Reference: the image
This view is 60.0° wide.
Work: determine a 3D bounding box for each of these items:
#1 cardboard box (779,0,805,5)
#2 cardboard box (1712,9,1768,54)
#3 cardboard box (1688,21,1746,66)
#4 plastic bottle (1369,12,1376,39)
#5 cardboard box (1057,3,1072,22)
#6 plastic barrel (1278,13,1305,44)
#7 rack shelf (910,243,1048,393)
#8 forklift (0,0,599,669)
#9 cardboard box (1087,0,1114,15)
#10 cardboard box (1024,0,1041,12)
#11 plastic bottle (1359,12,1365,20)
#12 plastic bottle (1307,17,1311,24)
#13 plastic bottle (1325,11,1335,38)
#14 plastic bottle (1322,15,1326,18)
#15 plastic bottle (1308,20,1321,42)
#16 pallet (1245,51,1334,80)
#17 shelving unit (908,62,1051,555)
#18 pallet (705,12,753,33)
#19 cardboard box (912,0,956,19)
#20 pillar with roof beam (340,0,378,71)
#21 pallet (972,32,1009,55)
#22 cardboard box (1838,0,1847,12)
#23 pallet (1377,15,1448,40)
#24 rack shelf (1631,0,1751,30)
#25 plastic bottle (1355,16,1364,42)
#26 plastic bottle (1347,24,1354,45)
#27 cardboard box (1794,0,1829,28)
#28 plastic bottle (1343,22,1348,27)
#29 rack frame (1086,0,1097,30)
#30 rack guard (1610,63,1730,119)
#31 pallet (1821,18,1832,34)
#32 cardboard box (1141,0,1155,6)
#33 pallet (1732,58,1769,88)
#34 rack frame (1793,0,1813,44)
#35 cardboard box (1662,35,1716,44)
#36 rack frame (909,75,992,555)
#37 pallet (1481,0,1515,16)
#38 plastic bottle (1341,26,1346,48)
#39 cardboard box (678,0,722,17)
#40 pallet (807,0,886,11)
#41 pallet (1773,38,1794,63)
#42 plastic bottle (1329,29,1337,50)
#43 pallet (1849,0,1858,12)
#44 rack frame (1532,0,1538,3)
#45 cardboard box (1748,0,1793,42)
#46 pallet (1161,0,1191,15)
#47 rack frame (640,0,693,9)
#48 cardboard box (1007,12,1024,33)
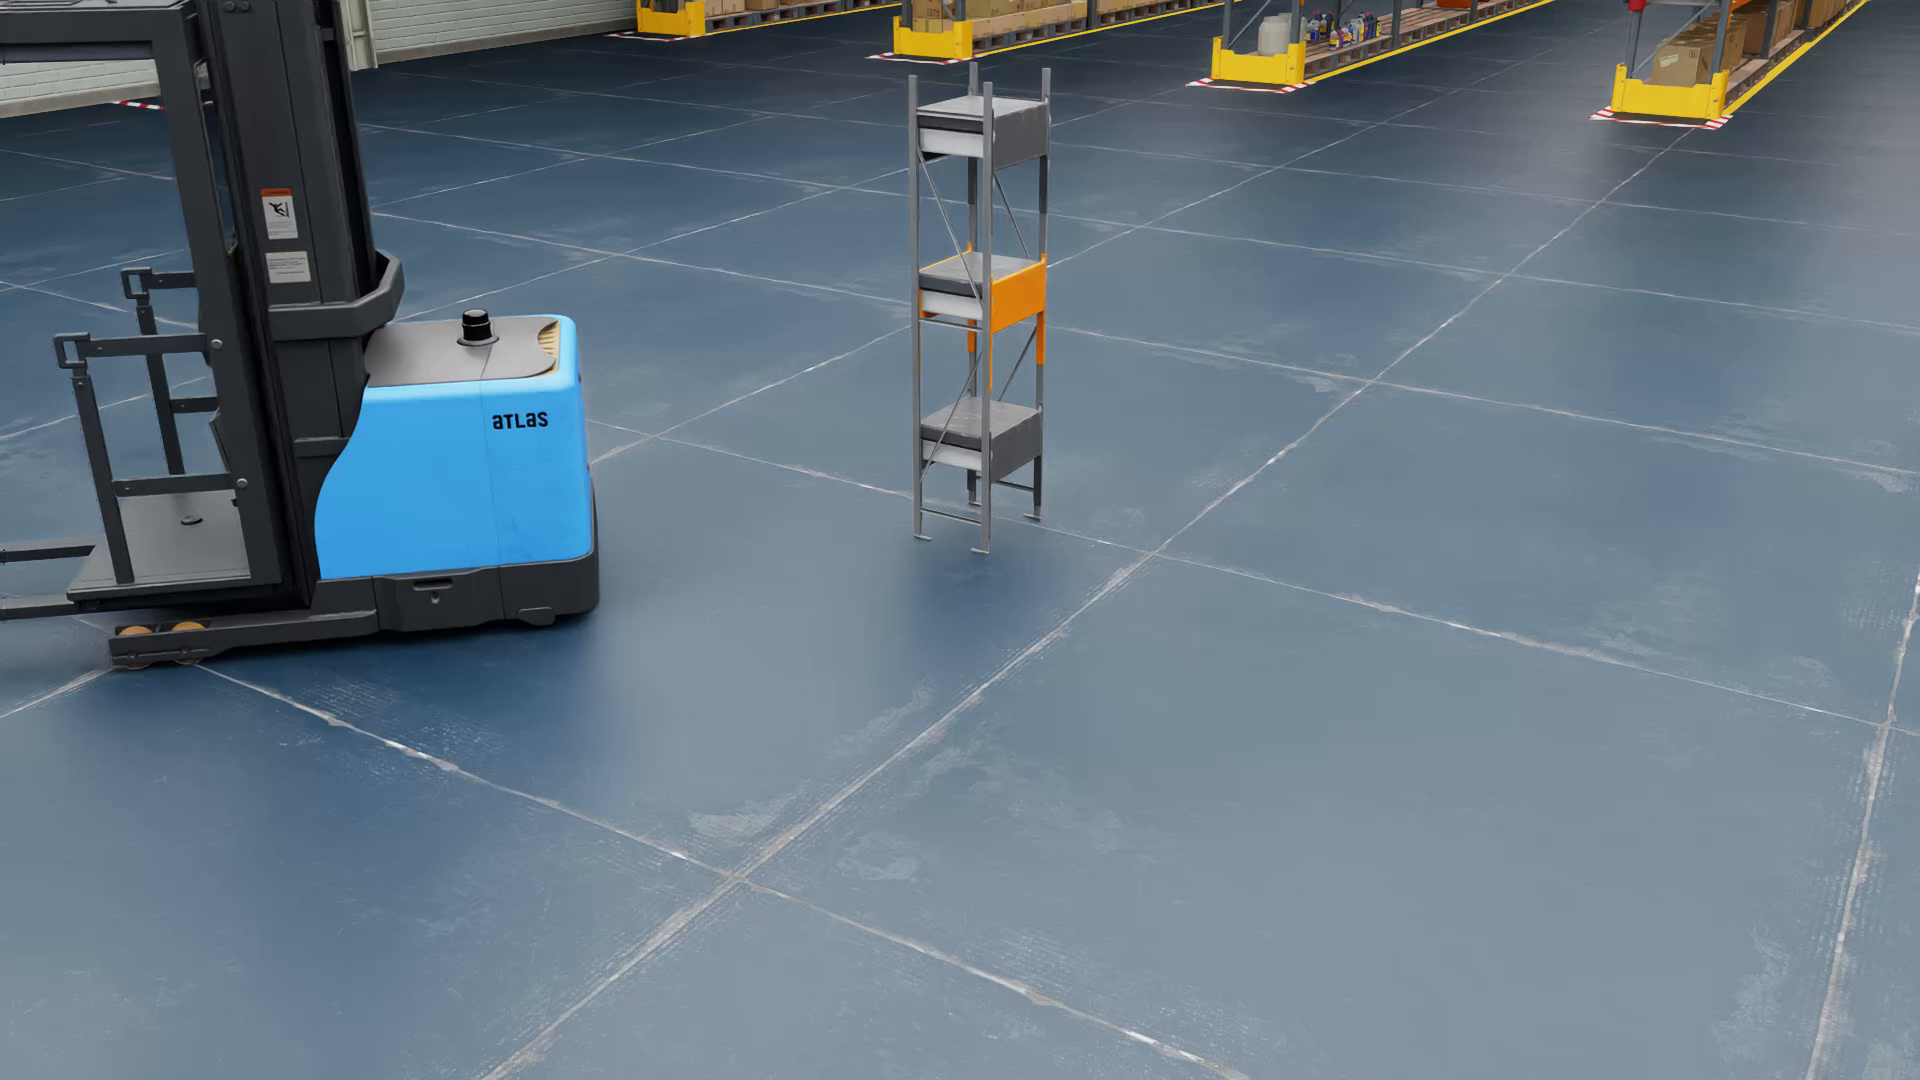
[{"bbox_3d":[-2.992,-9.398,28.276,0.500,0.500,0.500,12,26,25],"label":"cardboard box"},{"bbox_3d":[10.488,-6.845,22.379,0.700,0.500,0.500,12,26,25],"label":"cardboard box"},{"bbox_3d":[9.606,-6.312,21.172,0.500,0.500,0.500,-18,29,-36],"label":"cardboard box"},{"bbox_3d":[5.844,-7.334,23.696,0.144,0.351,0.185,13,27,28],"label":"plastic bottle"},{"bbox_3d":[1.401,-8.227,25.910,0.500,0.250,0.500,14,27,29],"label":"cardboard box"},{"bbox_3d":[4.375,-6.734,22.132,0.421,0.512,0.421,0,23,0],"label":"plastic barrel"},{"bbox_3d":[0.087,-1.007,7.467,0.431,0.518,0.480,14,27,29],"label":"rack shelf"},{"bbox_3d":[-3.083,-1.064,6.517,3.031,2.935,1.130,-5,24,-11],"label":"forklift"},{"bbox_3d":[2.155,-8.680,26.957,0.500,0.250,0.500,13,27,28],"label":"cardboard box"},{"bbox_3d":[0.888,-8.230,24.974,0.500,0.500,0.500,14,27,29],"label":"cardboard box"},{"bbox_3d":[5.721,-7.364,23.766,0.144,0.351,0.185,14,27,29],"label":"plastic bottle"},{"bbox_3d":[4.938,-7.285,23.667,0.061,0.283,0.133,15,28,31],"label":"plastic bottle"},{"bbox_3d":[5.283,-7.396,23.840,0.144,0.351,0.185,14,27,29],"label":"plastic bottle"},{"bbox_3d":[5.251,-7.447,24.051,0.152,0.276,0.135,15,28,31],"label":"plastic bottle"},{"bbox_3d":[4.975,-7.162,23.394,0.152,0.276,0.135,14,27,29],"label":"plastic bottle"},{"bbox_3d":[4.262,-6.304,22.047,1.003,0.211,1.213,14,27,29],"label":"pallet"},{"bbox_3d":[0.087,-1.019,7.462,0.431,2.100,0.503,14,27,29],"label":"shelving unit"},{"bbox_3d":[-4.090,-8.364,26.806,1.003,0.211,1.213,14,27,29],"label":"pallet"},{"bbox_3d":[-0.348,-7.833,24.057,0.500,0.500,0.500,14,27,29],"label":"cardboard box"},{"bbox_3d":[-4.461,-9.595,18.587,9.100,9.000,0.400,14,27,29],"label":"pillar with roof beam"},{"bbox_3d":[-0.010,-7.302,24.352,1.003,0.211,1.213,14,27,29],"label":"pallet"},{"bbox_3d":[14.046,-9.285,27.569,1.225,0.875,0.875,14,27,29],"label":"cardboard box"},{"bbox_3d":[6.962,-8.032,26.039,1.003,0.211,1.213,14,27,29],"label":"pallet"},{"bbox_3d":[9.091,-6.582,20.085,1.077,0.370,4.000,14,27,29],"label":"rack shelf"},{"bbox_3d":[5.572,-7.160,23.295,0.144,0.351,0.185,14,27,29],"label":"plastic bottle"},{"bbox_3d":[5.390,-6.990,23.001,0.097,0.271,0.097,0,23,0],"label":"plastic bottle"},{"bbox_3d":[12.638,-8.384,25.487,1.225,0.875,0.875,12,26,27],"label":"cardboard box"},{"bbox_3d":[5.392,-7.097,23.235,0.061,0.283,0.133,14,27,29],"label":"plastic bottle"},{"bbox_3d":[1.732,-9.665,26.300,1.000,3.000,0.127,14,27,29],"label":"rack frame"},{"bbox_3d":[8.076,-5.116,18.939,1.175,0.500,0.348,14,27,29],"label":"rack guard"},{"bbox_3d":[13.380,-8.318,26.700,1.003,0.211,1.213,14,27,29],"label":"pallet"},{"bbox_3d":[2.966,-9.199,28.156,0.500,0.250,0.500,14,27,30],"label":"cardboard box"},{"bbox_3d":[9.822,-6.074,21.515,1.003,0.211,1.213,14,27,29],"label":"pallet"},{"bbox_3d":[12.256,-8.938,24.620,1.000,3.000,0.127,14,27,29],"label":"rack frame"},{"bbox_3d":[8.666,-5.699,19.757,0.500,0.500,0.500,-20,31,-39],"label":"cardboard box"},{"bbox_3d":[-0.041,-0.937,7.272,0.400,2.100,0.015,14,27,29],"label":"rack frame"},{"bbox_3d":[9.073,-9.381,29.154,1.003,0.211,1.213,14,27,29],"label":"pallet"},{"bbox_3d":[5.230,-6.888,22.765,0.097,0.271,0.097,0,23,0],"label":"plastic bottle"},{"bbox_3d":[-4.147,-8.534,26.519,0.500,0.311,0.500,11,26,23],"label":"cardboard box"},{"bbox_3d":[-2.069,-9.685,29.857,1.003,0.211,1.213,14,27,29],"label":"pallet"},{"bbox_3d":[11.198,-6.984,23.618,1.003,0.211,1.213,14,27,29],"label":"pallet"},{"bbox_3d":[5.050,-6.772,22.498,0.097,0.271,0.097,0,23,0],"label":"plastic bottle"},{"bbox_3d":[15.476,-9.662,29.803,1.003,0.211,1.213,14,27,29],"label":"pallet"},{"bbox_3d":[10.158,-11.326,30.136,1.000,3.000,0.127,14,27,29],"label":"rack frame"},{"bbox_3d":[11.345,-7.379,23.613,0.700,0.500,0.500,16,28,33],"label":"cardboard box"},{"bbox_3d":[3.375,-9.466,29.349,1.003,0.211,1.213,14,27,29],"label":"pallet"},{"bbox_3d":[-4.588,-9.352,25.576,1.000,3.000,0.127,14,27,29],"label":"rack frame"},{"bbox_3d":[0.619,-7.718,24.736,0.500,0.250,0.500,14,27,29],"label":"cardboard box"}]
